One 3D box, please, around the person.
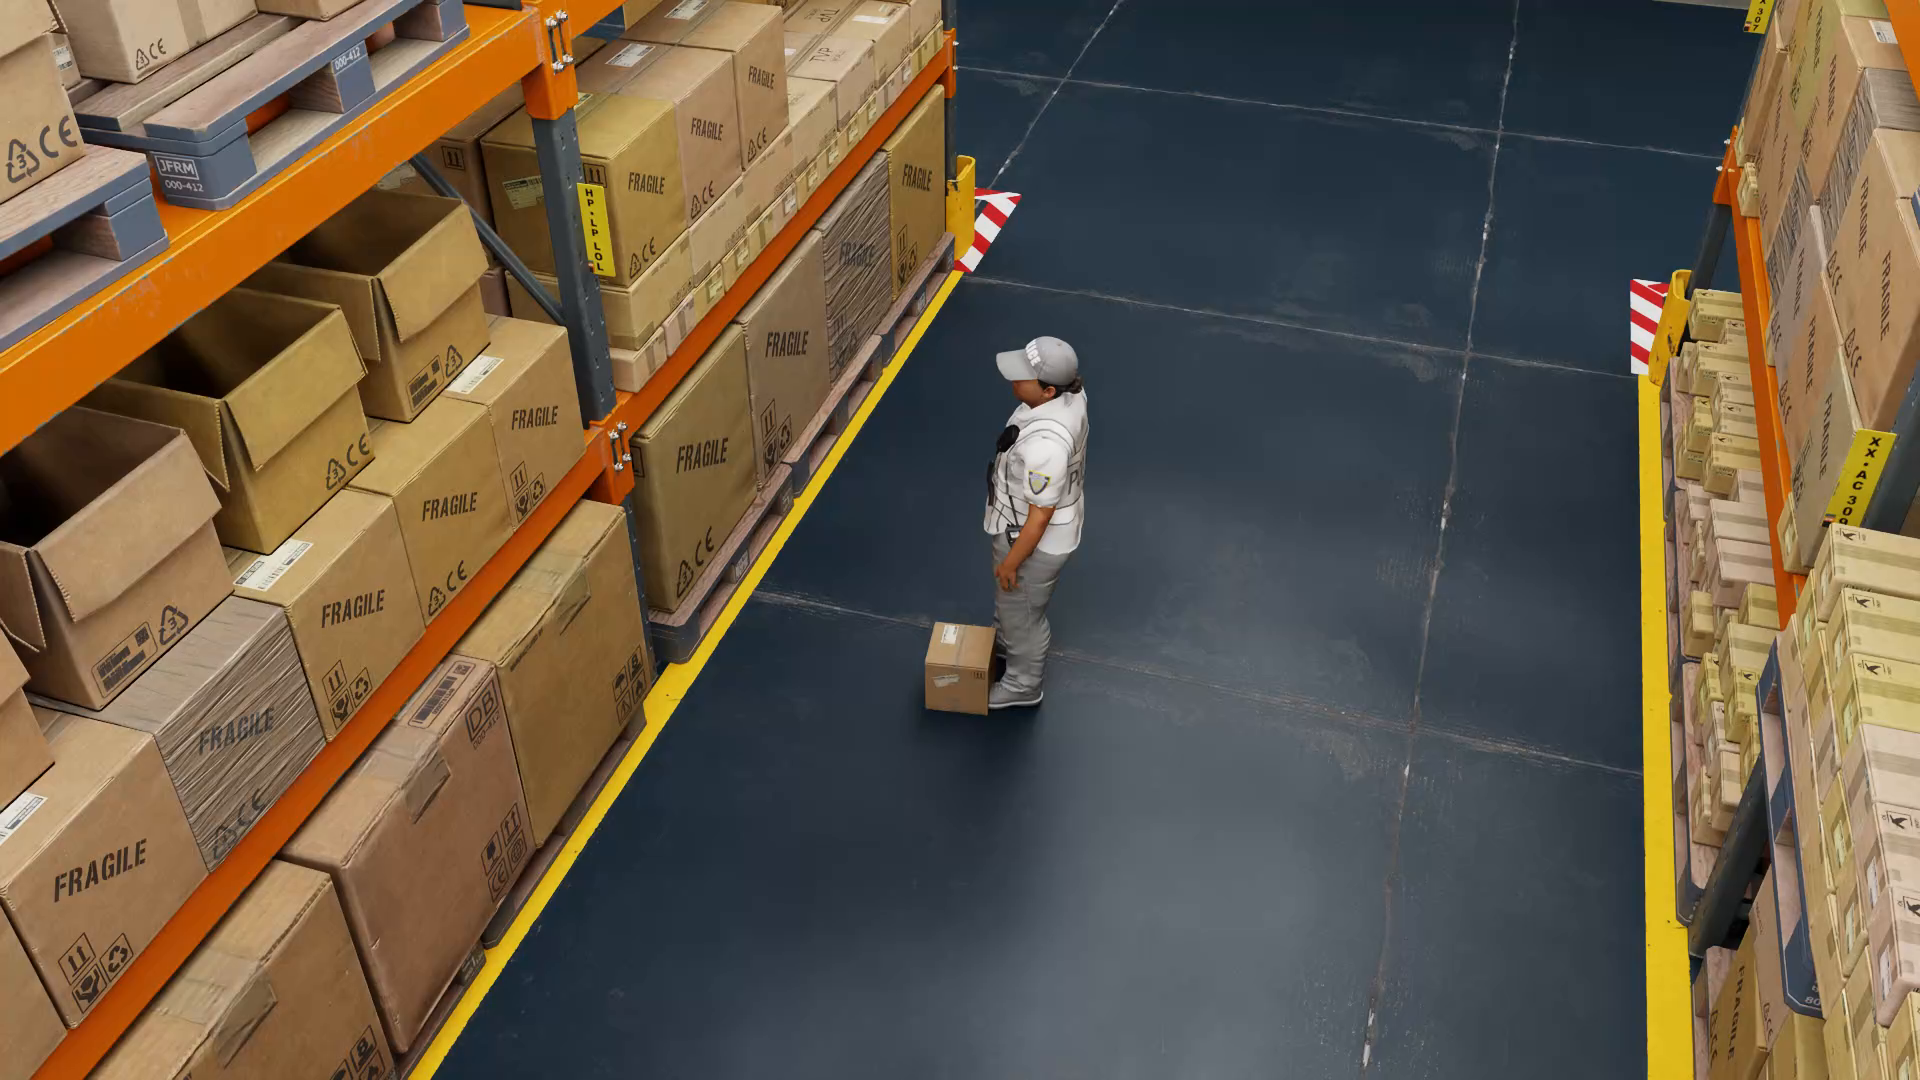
[{"bbox_3d":[0.195,-0.063,6.211,0.525,1.670,0.598,7,38,9],"label":"person"}]
